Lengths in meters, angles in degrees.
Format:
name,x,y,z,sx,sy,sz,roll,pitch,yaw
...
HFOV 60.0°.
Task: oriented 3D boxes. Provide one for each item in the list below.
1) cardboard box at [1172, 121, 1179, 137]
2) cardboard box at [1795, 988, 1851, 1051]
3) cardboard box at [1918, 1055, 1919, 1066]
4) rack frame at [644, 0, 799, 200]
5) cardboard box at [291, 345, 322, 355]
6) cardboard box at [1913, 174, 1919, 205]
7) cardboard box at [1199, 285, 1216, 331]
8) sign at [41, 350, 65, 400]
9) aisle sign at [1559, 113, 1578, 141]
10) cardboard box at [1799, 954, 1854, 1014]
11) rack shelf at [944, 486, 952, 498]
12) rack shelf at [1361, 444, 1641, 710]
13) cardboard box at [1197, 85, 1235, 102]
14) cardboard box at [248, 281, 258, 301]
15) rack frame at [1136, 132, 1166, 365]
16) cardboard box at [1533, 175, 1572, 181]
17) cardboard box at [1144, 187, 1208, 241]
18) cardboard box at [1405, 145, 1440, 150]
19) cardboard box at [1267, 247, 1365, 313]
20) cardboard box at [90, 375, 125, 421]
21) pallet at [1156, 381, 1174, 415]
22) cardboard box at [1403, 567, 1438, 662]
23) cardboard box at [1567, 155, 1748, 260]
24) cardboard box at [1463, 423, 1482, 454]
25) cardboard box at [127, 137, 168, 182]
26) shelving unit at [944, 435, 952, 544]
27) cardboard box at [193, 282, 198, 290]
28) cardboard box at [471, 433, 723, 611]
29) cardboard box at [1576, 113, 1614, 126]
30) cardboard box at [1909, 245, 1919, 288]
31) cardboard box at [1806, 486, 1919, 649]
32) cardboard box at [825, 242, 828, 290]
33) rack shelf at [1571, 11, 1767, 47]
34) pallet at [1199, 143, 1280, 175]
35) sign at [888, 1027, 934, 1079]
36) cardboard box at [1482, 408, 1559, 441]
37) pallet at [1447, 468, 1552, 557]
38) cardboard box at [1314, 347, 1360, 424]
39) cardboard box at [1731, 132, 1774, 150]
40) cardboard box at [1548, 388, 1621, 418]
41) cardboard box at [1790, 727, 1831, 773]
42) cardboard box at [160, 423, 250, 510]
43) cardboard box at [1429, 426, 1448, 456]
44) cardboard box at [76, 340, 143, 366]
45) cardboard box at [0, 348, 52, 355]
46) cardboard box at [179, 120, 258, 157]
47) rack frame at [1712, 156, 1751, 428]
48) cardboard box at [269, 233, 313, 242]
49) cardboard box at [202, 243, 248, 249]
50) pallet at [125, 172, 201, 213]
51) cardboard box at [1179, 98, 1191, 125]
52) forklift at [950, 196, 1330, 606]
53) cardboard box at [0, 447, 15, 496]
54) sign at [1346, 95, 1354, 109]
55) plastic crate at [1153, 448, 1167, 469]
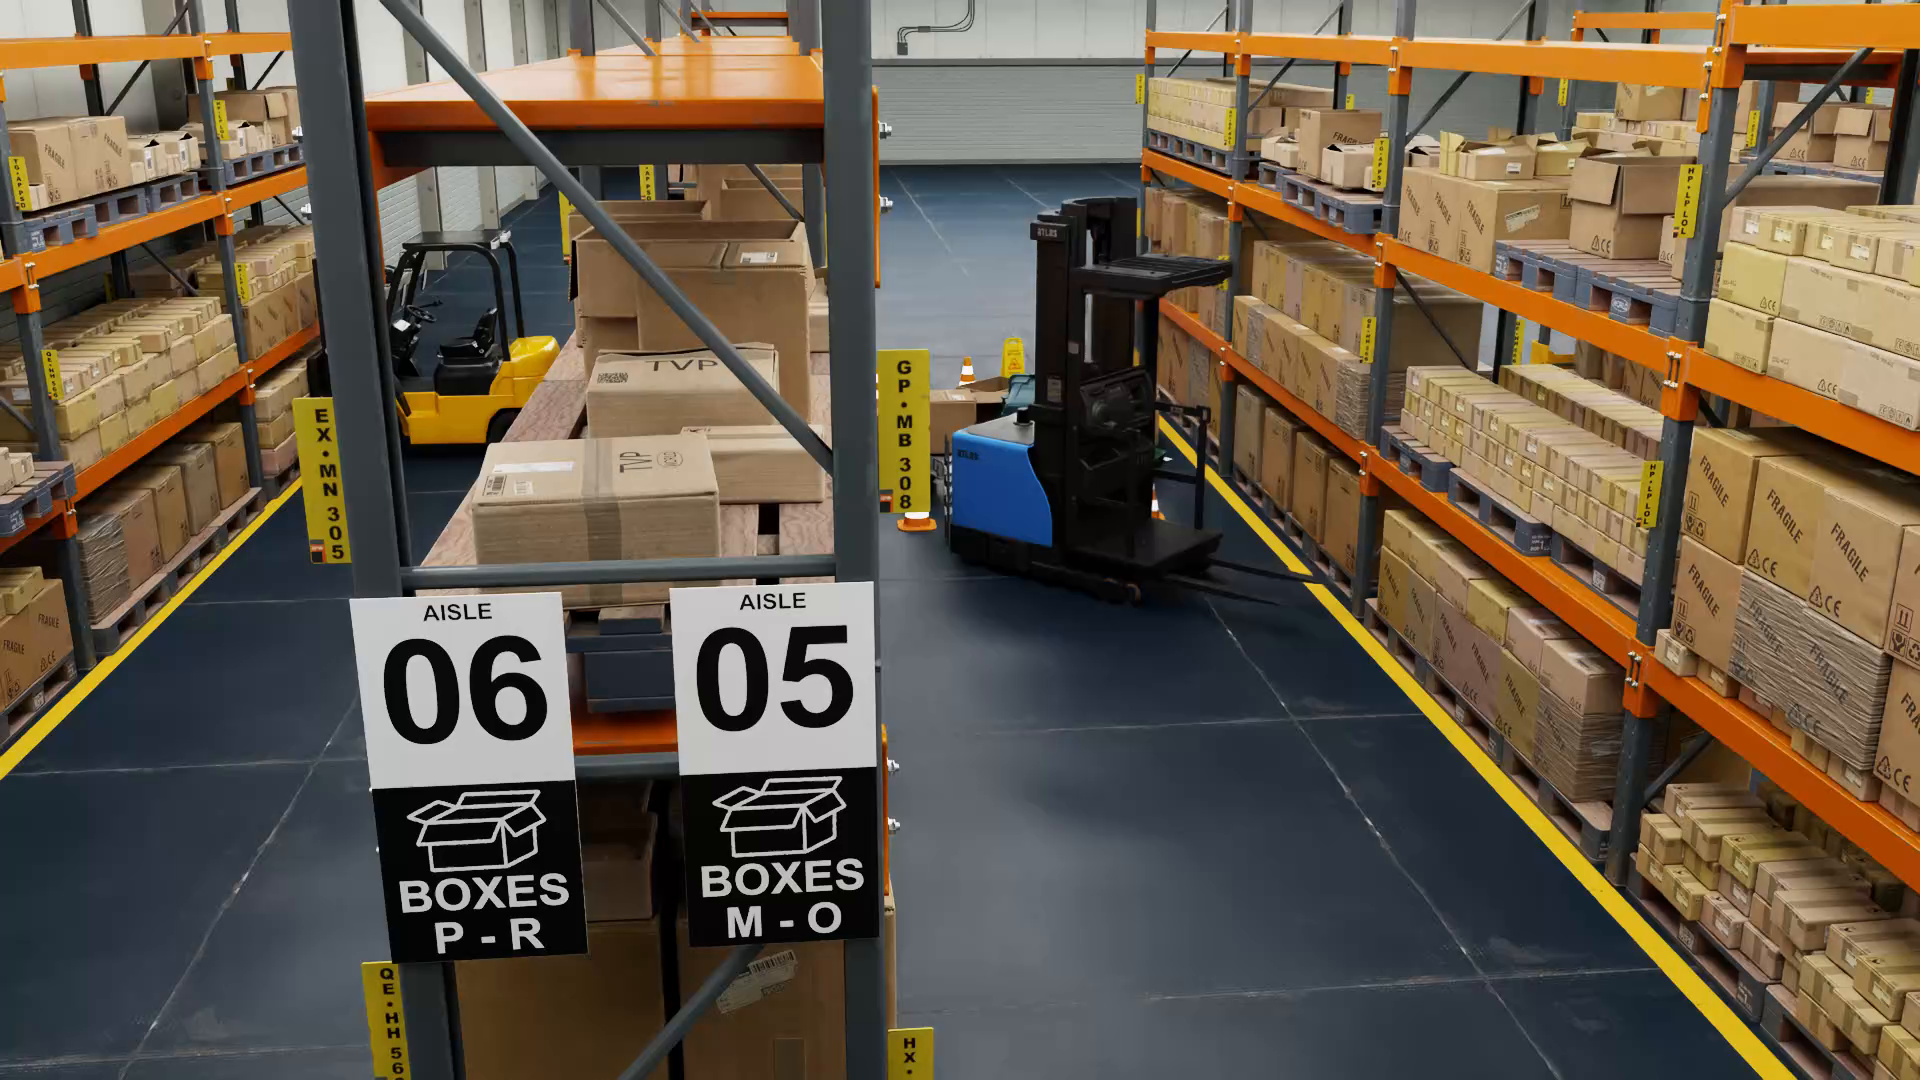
name,x,y,z,sx,sy,sz,roll,pitch,yaw
cardboard box,2.448,-4.329,17.503,0.380,0.149,0.250,-2,18,-6
cardboard box,3.732,1.981,6.919,0.380,0.149,0.250,-2,18,-7
cardboard box,3.777,1.928,6.095,0.380,0.149,0.250,-1,17,-4
rack frame,-1.486,-3.554,10.474,1.000,3.000,0.127,-2,18,-6
cardboard box,-6.770,-1.857,17.303,0.500,0.250,0.500,-2,17,-5
cardboard box,7.964,-2.789,13.294,0.500,0.250,0.500,-1,17,-4
cardboard box,2.885,-2.411,16.598,0.875,0.550,0.550,-2,18,-6
sign,-5.884,-1.071,10.781,0.100,0.325,0.005,-2,18,-6
aisle sign,7.241,-4.631,19.579,0.394,0.787,0.004,-2,18,-6
cardboard box,3.728,1.837,6.879,0.380,0.149,0.250,-2,18,-6
rack shelf,0.001,-0.395,14.045,0.258,0.077,0.200,-2,18,-6
rack shelf,3.633,0.064,10.165,1.077,0.370,4.000,-2,18,-6
cardboard box,2.554,-4.407,16.419,0.380,0.149,0.250,-2,18,-5
cardboard box,-6.635,-2.266,15.138,0.380,0.149,0.250,-1,17,-4
rack frame,2.602,-3.258,19.547,1.000,3.000,0.127,-2,18,-6
cardboard box,3.803,-2.043,10.501,0.500,0.500,0.500,-2,18,-6
cardboard box,2.601,-3.733,19.007,0.875,0.550,0.550,-2,18,-6
cardboard box,3.519,-2.854,12.635,0.500,0.250,0.500,-1,17,-4
cardboard box,3.126,-2.290,14.628,0.700,0.500,0.500,-2,18,-7
cardboard box,-6.276,-0.993,11.748,0.500,0.250,0.500,-1,17,-4
pallet,2.762,-1.692,19.214,1.003,0.211,1.213,-2,18,-6
cardboard box,3.301,0.486,11.094,0.500,0.500,0.500,-2,17,-5
cardboard box,3.811,-1.828,9.111,0.797,0.503,0.637,-2,18,-6
cardboard box,3.389,-0.637,10.421,0.380,0.149,0.250,-2,18,-6
cardboard box,-6.440,-2.929,12.771,0.500,0.311,0.500,-2,18,-8
shelving unit,0.001,-0.427,14.035,0.258,0.900,0.210,-2,18,-6
cardboard box,-7.204,-2.327,15.330,0.380,0.149,0.250,-1,17,-4
cardboard box,-0.797,-0.047,3.694,0.500,0.250,0.500,-3,18,-11
cardboard box,7.344,-4.842,19.169,0.380,0.149,0.250,-2,18,-6
cardboard box,3.716,-0.984,6.046,0.380,0.149,0.250,-1,17,-3
cardboard box,3.733,0.097,6.526,0.500,0.500,0.500,-1,17,-5
cardboard box,-0.777,-1.227,7.594,0.396,0.266,0.258,-2,18,-6
rack shelf,7.752,-5.303,17.251,1.077,0.370,4.000,-2,18,-6
pallet,2.940,-3.699,16.093,1.003,0.211,1.213,-2,18,-6
sign,-0.109,1.226,3.688,0.100,0.325,0.005,-2,18,-6
cardboard box,3.419,-0.704,10.136,0.380,0.149,0.250,-1,17,-4
pallet,3.672,-0.195,10.110,1.003,0.211,1.213,-2,18,-6
cardboard box,3.063,-1.197,12.815,0.500,0.500,0.500,-2,18,-6
cardboard box,7.637,-3.827,15.937,0.380,0.149,0.250,-1,17,-4
cardboard box,4.015,-0.875,10.681,0.380,0.149,0.250,-1,17,-4
cardboard box,3.707,0.842,6.906,0.380,0.149,0.250,-1,17,-5
cardboard box,-6.771,-0.641,14.475,0.875,0.625,0.625,-1,17,-3
cardboard box,3.328,-0.655,10.975,0.380,0.149,0.250,-1,17,-3
cardboard box,-6.307,-1.383,12.323,0.380,0.149,0.250,-1,17,-4
cardboard box,-6.807,-1.290,12.028,0.380,0.149,0.250,-2,18,-6
cardboard box,-6.679,-3.621,14.976,0.500,0.311,0.500,-1,17,-5
rack frame,7.958,-2.190,16.144,1.000,3.000,0.127,-2,18,-6
cardboard box,-6.940,-3.093,17.276,0.380,0.149,0.250,-2,18,-5
cardboard box,-7.295,-2.851,16.505,0.380,0.149,0.250,-2,18,-5
pallet,-6.732,-2.806,13.420,0.805,0.209,1.217,-2,18,-8
cardboard box,2.553,-4.405,17.078,0.500,0.250,0.500,-2,18,-6
forklift,1.382,-1.080,12.724,3.031,2.935,1.130,14,22,37
cardboard box,-5.992,-0.362,9.871,0.500,0.250,0.500,-3,18,-8
sign,3.553,-3.914,15.240,0.100,0.325,0.005,-2,18,-6
plastic crate,1.693,-0.764,16.200,0.450,0.188,0.662,18,23,19
